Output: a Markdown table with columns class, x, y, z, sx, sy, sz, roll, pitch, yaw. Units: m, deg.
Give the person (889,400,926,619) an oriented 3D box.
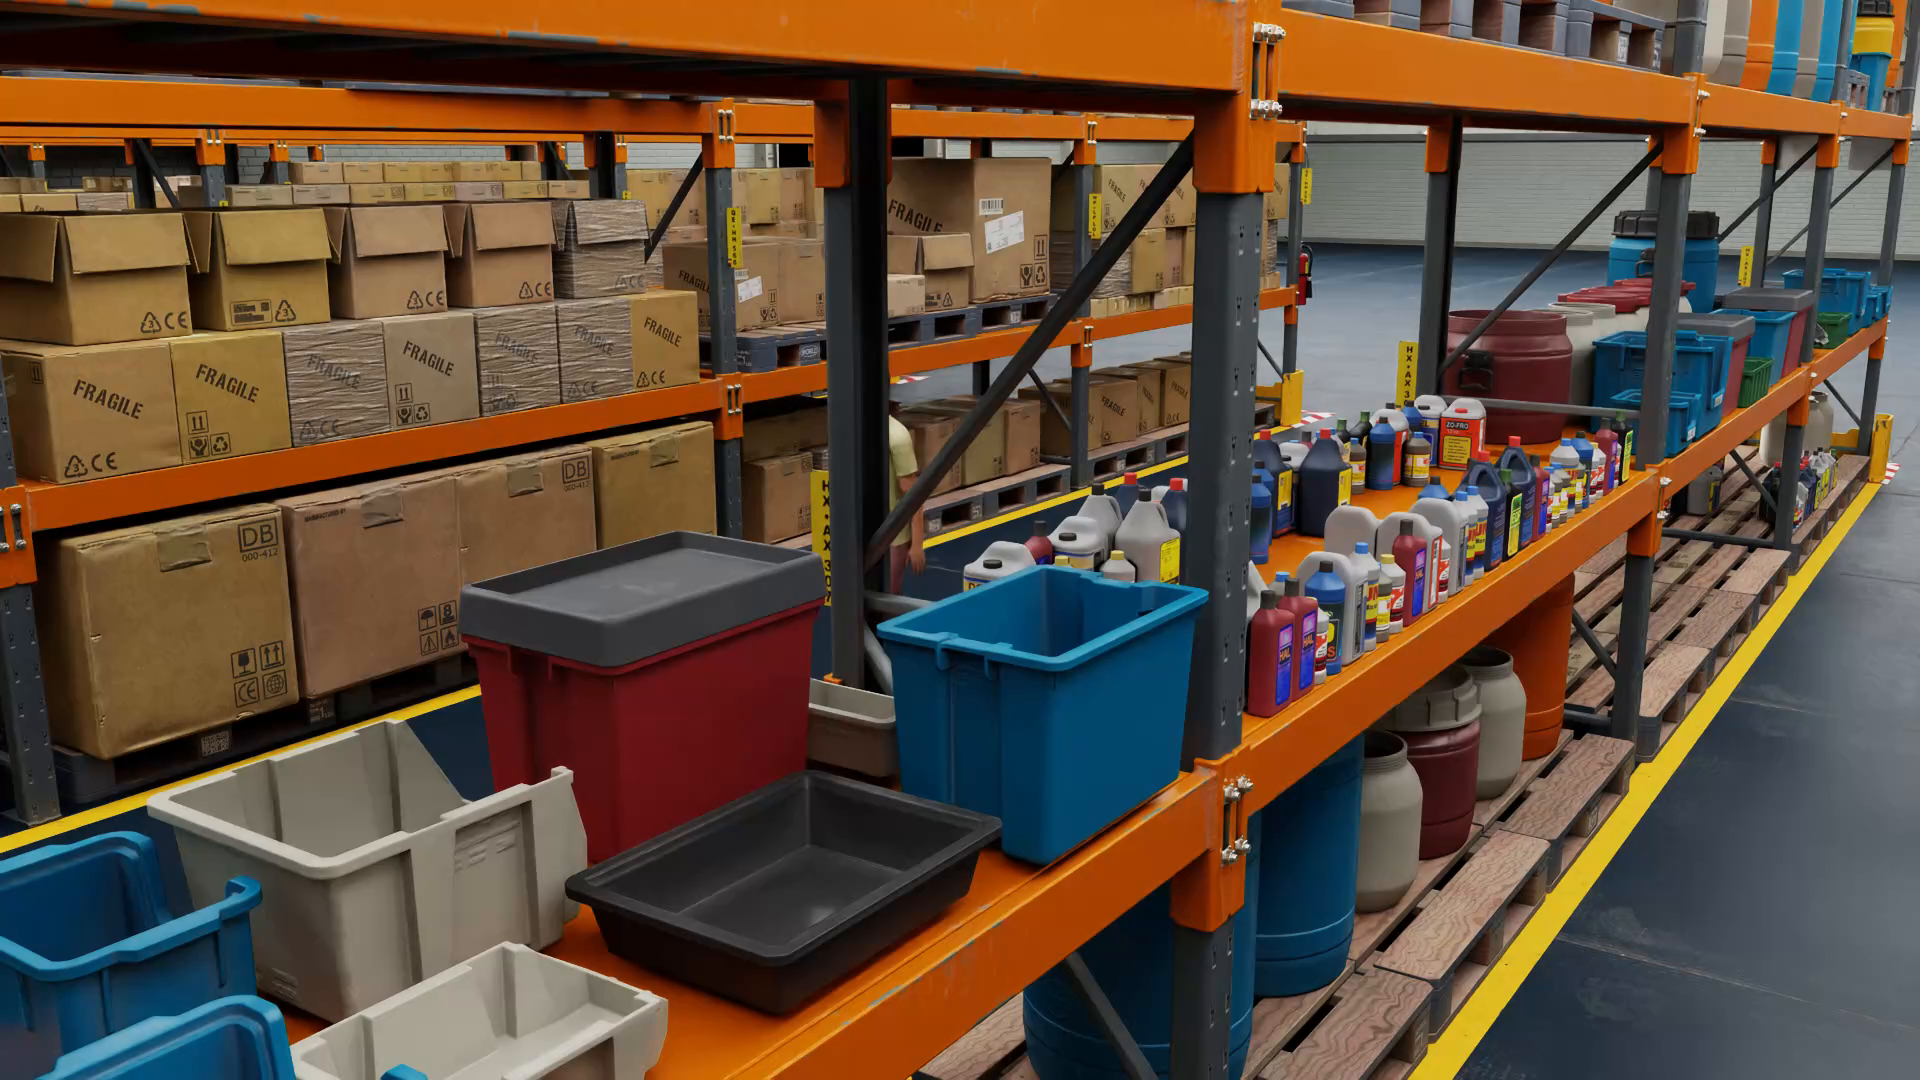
| class | x | y | z | sx | sy | sz | roll | pitch | yaw |
| --- | --- | --- | --- | --- | --- | --- | --- | --- | --- |
| person | -0.406 | 0.016 | 7.391 | 0.803 | 1.651 | 0.468 | -10 | 16 | -36 |
